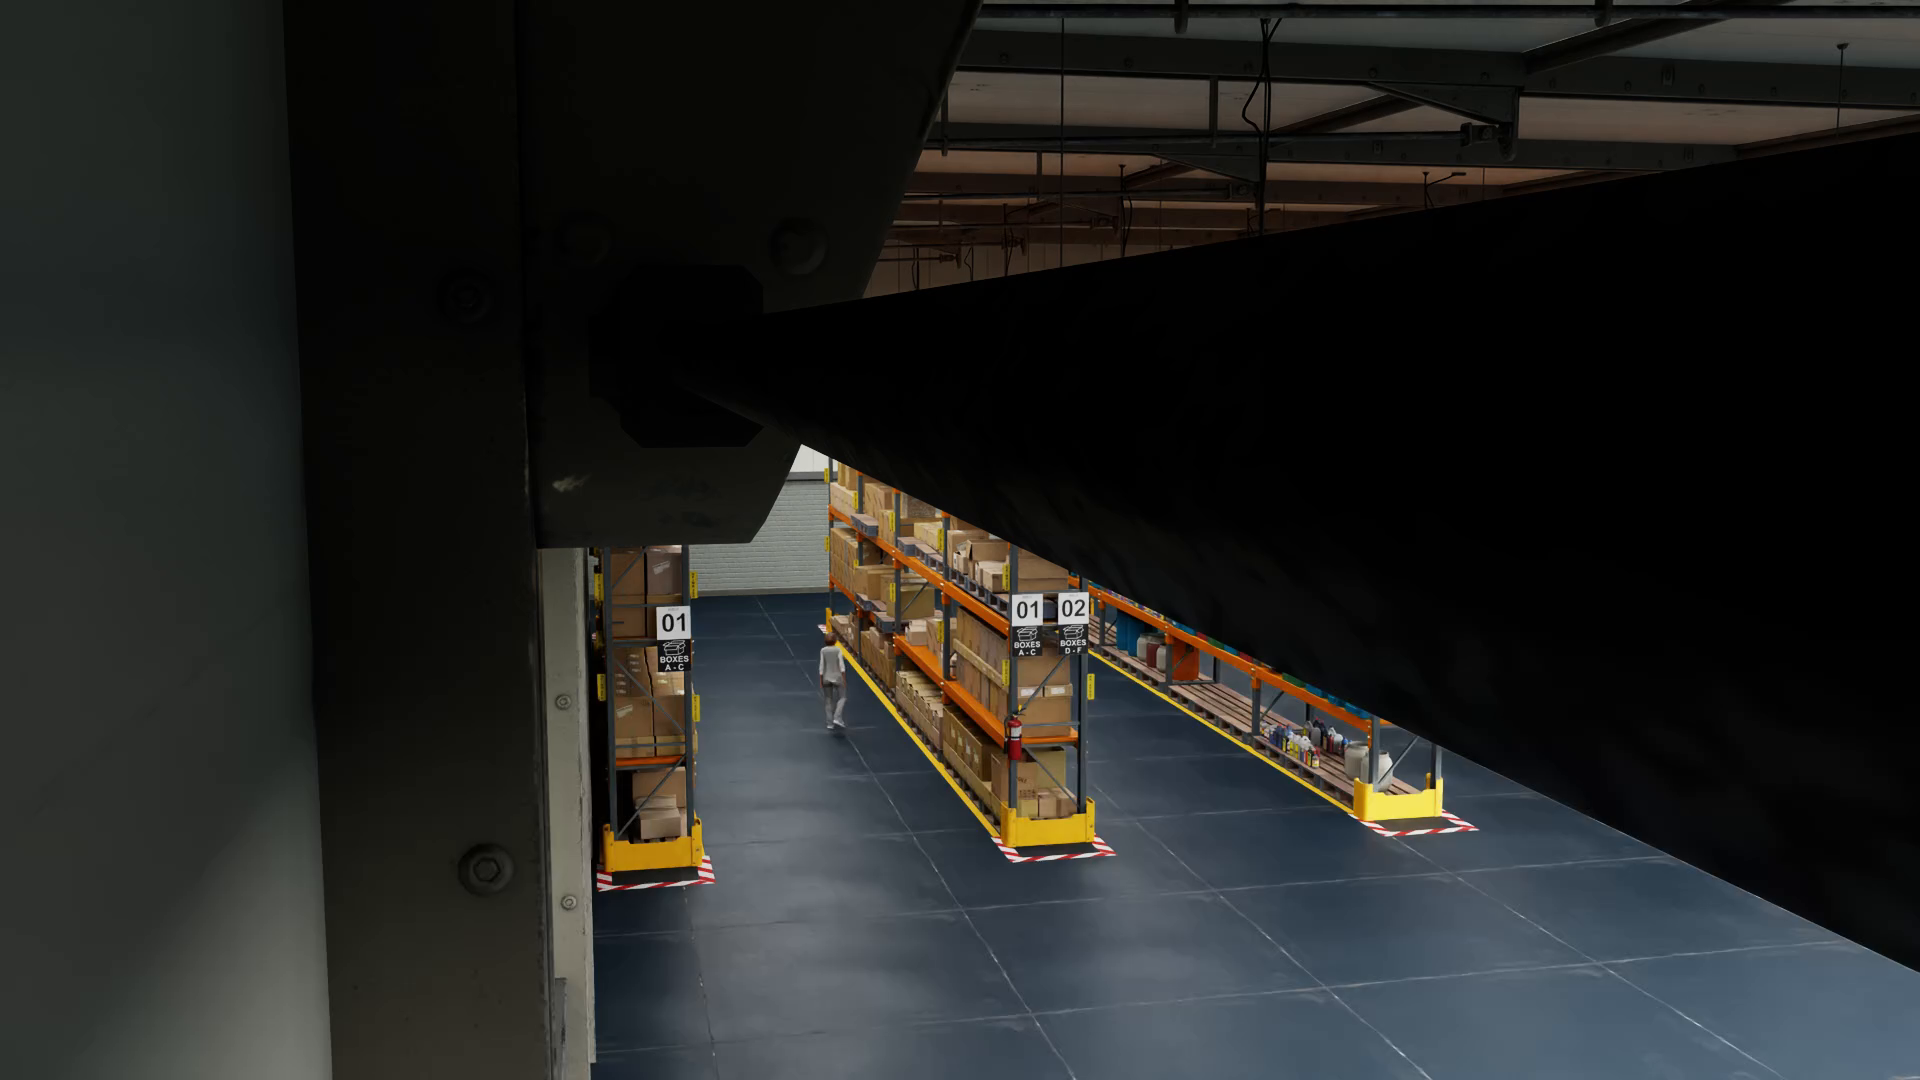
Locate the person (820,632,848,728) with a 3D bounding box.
[{"bbox_3d":[-2.095,2.308,27.268,0.450,1.599,0.412,2,7,17],"label":"person"}]
